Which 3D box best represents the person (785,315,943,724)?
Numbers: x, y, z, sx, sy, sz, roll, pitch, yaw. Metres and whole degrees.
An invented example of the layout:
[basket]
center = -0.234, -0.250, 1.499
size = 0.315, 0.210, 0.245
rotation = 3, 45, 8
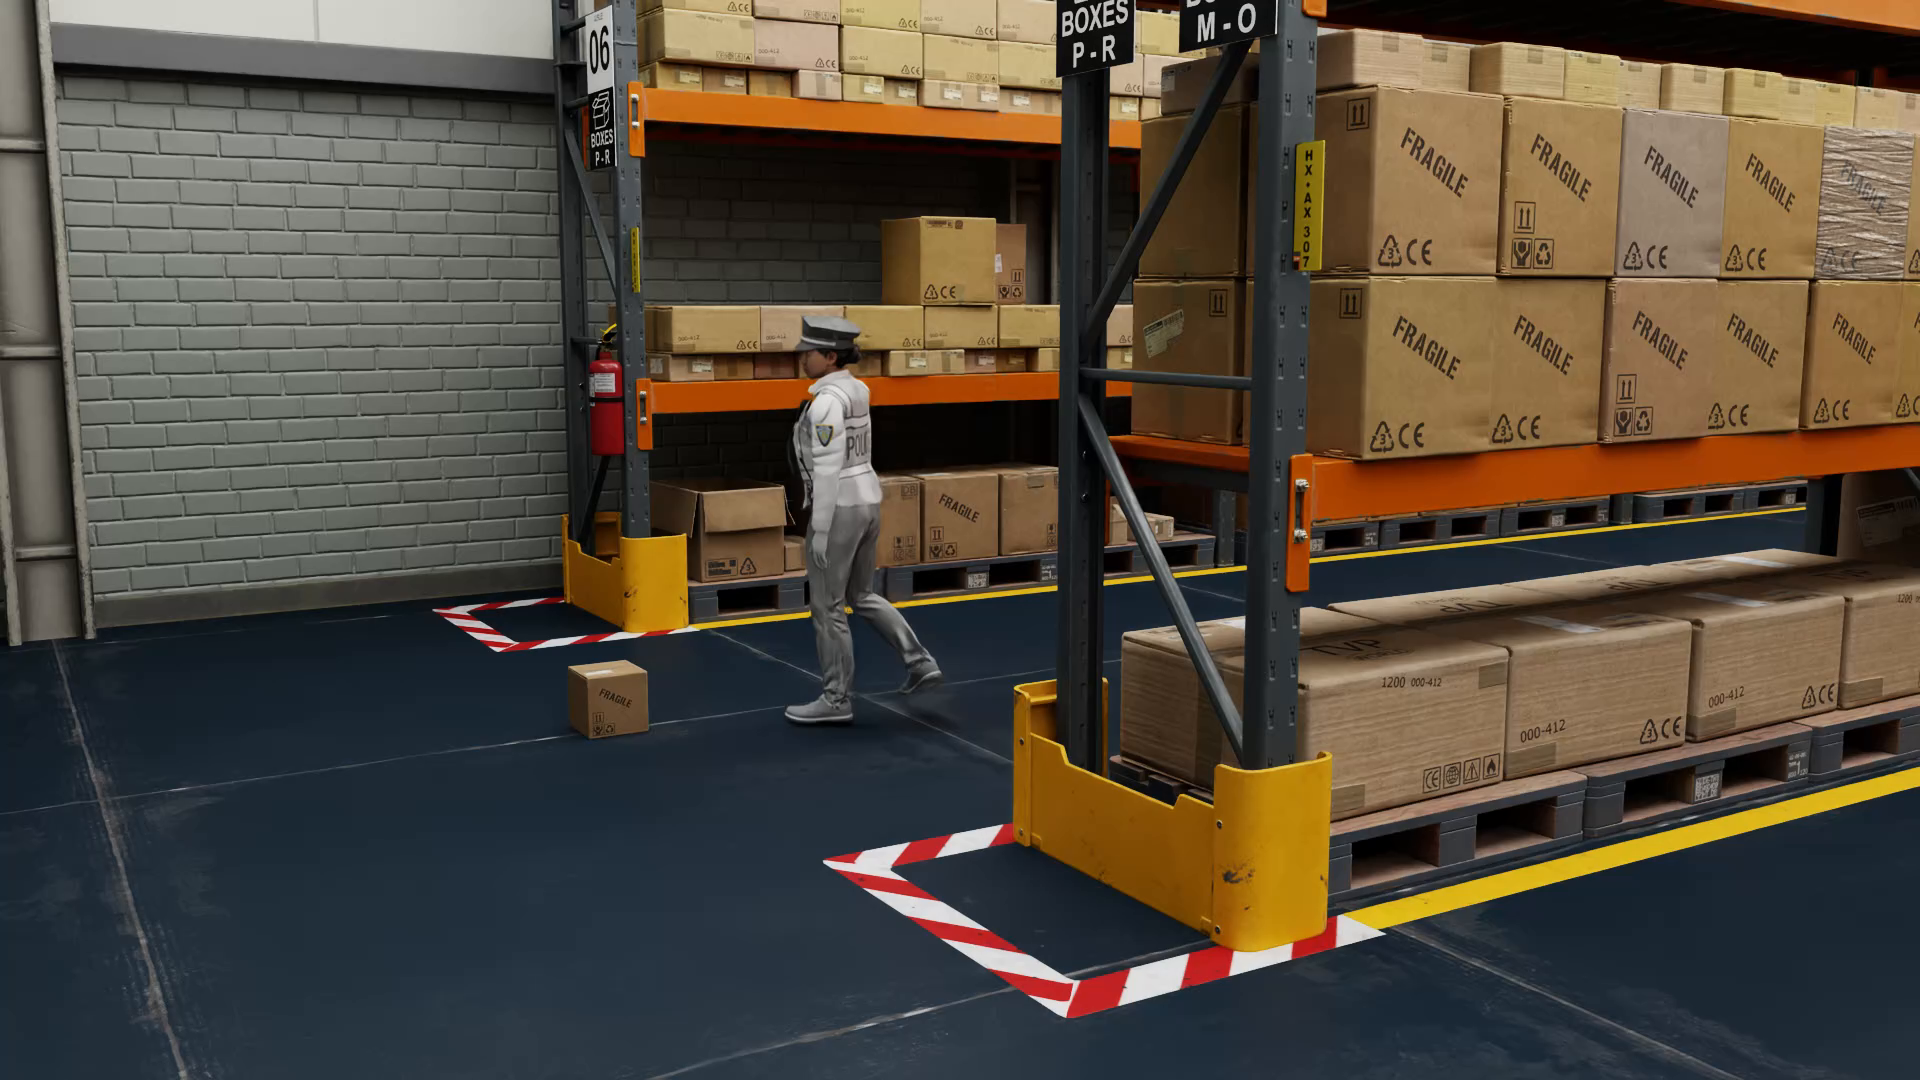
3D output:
[person]
center = -0.402, -0.076, 6.747
size = 0.635, 1.662, 0.504
rotation = 3, 9, 18
